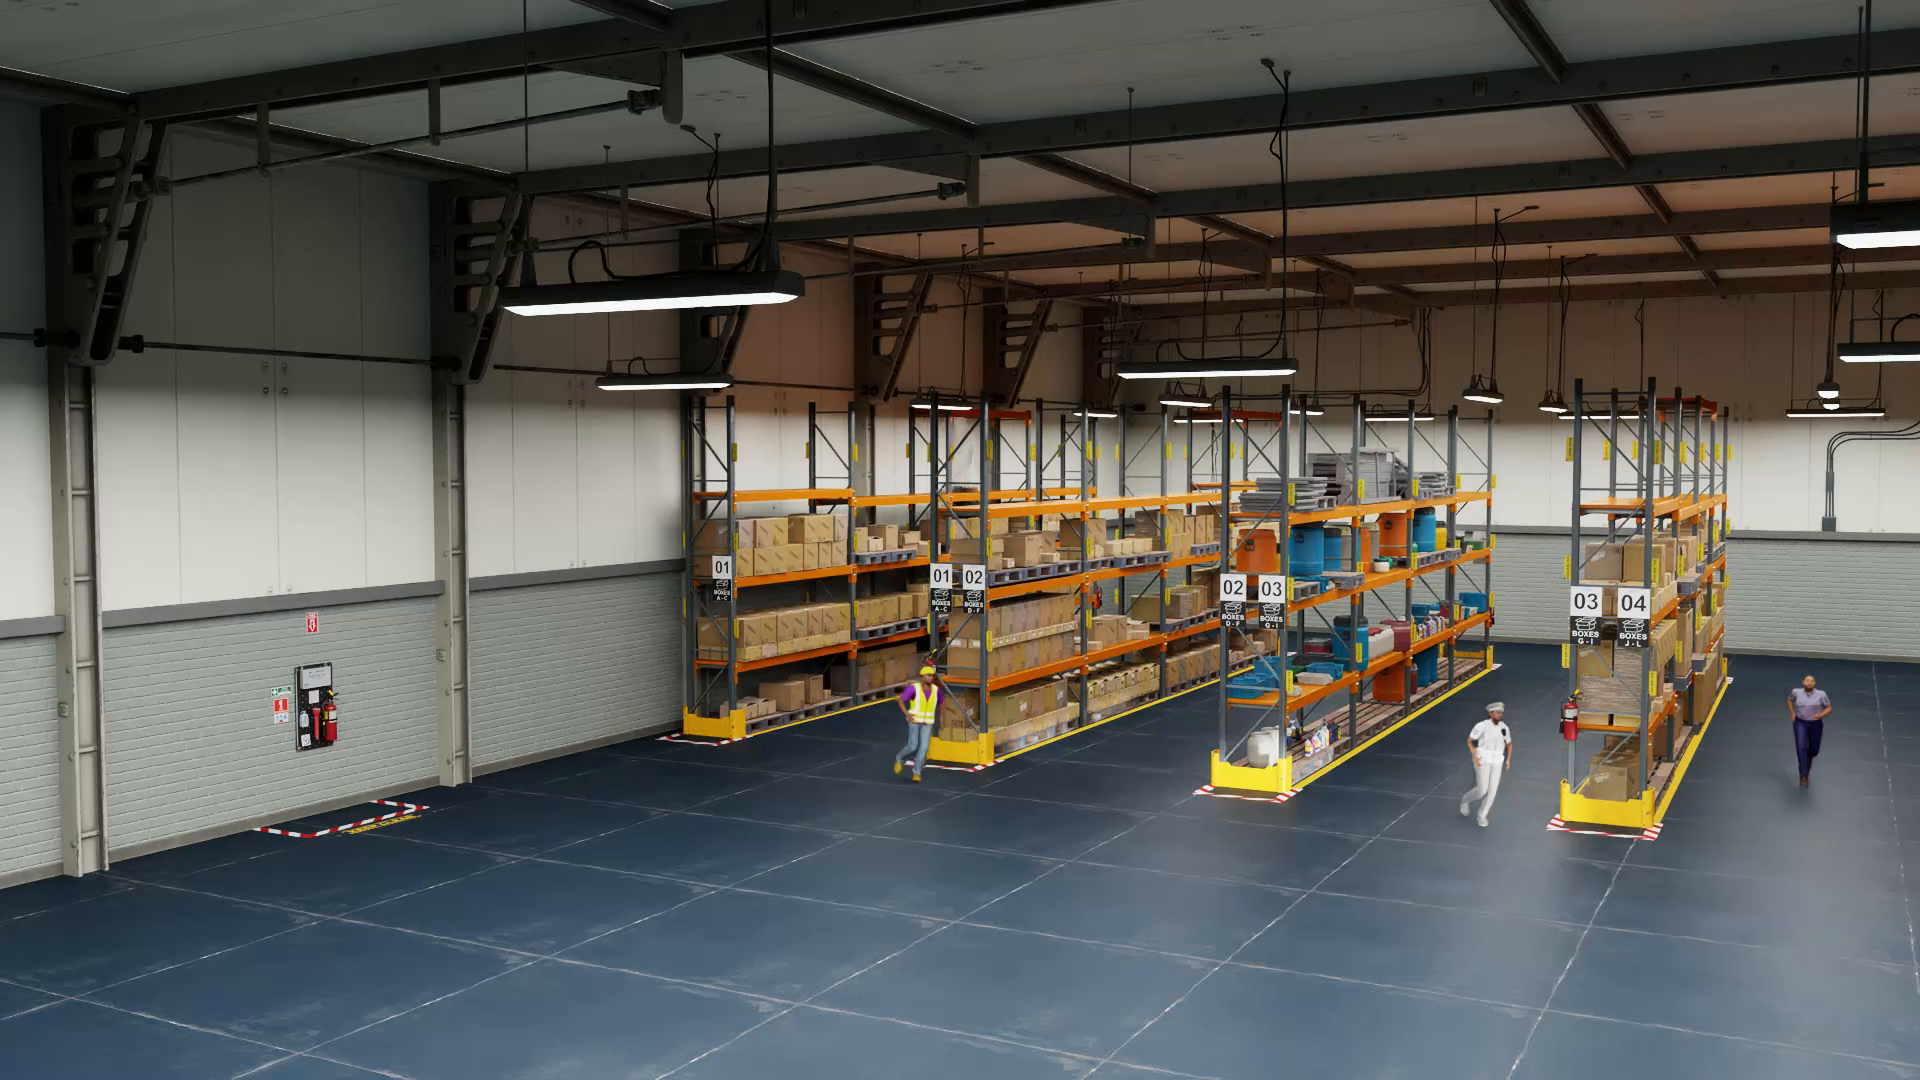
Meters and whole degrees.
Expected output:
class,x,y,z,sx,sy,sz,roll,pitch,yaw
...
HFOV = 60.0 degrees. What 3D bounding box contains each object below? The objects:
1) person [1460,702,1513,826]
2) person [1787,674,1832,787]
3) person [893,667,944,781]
class,x,y,z,sx,sy,sz,roll,pitch,yaw
person,7.169,3.001,22.523,0.632,1.647,0.551,0,3,-9
person,12.925,2.865,25.295,0.574,1.665,1.062,1,3,18
person,-0.571,2.801,25.515,0.757,1.732,0.756,-1,3,-25
